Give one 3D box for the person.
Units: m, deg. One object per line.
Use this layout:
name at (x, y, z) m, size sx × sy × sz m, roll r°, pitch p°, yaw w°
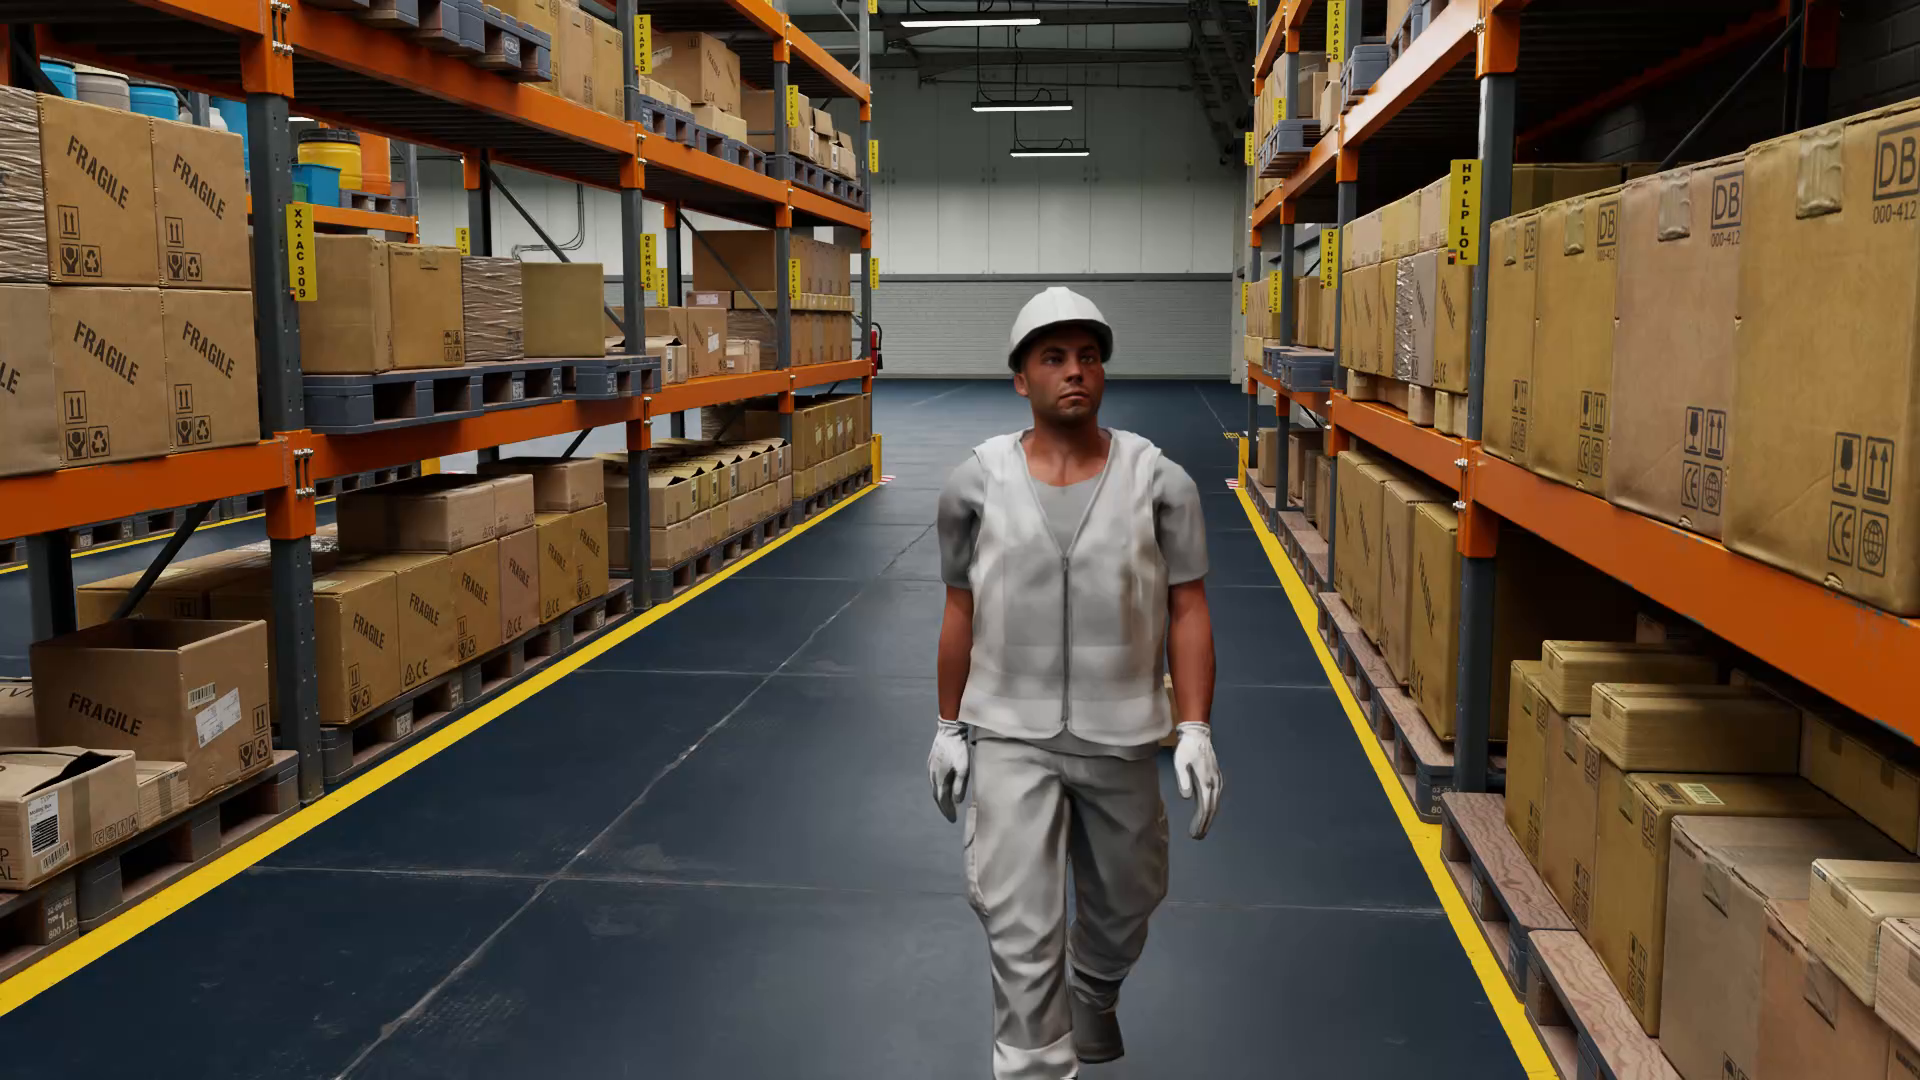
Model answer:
person at (0.216, 0.388, 3.268) m, size 0.574 × 1.752 × 0.981 m, roll 0°, pitch 7°, yaw 1°
